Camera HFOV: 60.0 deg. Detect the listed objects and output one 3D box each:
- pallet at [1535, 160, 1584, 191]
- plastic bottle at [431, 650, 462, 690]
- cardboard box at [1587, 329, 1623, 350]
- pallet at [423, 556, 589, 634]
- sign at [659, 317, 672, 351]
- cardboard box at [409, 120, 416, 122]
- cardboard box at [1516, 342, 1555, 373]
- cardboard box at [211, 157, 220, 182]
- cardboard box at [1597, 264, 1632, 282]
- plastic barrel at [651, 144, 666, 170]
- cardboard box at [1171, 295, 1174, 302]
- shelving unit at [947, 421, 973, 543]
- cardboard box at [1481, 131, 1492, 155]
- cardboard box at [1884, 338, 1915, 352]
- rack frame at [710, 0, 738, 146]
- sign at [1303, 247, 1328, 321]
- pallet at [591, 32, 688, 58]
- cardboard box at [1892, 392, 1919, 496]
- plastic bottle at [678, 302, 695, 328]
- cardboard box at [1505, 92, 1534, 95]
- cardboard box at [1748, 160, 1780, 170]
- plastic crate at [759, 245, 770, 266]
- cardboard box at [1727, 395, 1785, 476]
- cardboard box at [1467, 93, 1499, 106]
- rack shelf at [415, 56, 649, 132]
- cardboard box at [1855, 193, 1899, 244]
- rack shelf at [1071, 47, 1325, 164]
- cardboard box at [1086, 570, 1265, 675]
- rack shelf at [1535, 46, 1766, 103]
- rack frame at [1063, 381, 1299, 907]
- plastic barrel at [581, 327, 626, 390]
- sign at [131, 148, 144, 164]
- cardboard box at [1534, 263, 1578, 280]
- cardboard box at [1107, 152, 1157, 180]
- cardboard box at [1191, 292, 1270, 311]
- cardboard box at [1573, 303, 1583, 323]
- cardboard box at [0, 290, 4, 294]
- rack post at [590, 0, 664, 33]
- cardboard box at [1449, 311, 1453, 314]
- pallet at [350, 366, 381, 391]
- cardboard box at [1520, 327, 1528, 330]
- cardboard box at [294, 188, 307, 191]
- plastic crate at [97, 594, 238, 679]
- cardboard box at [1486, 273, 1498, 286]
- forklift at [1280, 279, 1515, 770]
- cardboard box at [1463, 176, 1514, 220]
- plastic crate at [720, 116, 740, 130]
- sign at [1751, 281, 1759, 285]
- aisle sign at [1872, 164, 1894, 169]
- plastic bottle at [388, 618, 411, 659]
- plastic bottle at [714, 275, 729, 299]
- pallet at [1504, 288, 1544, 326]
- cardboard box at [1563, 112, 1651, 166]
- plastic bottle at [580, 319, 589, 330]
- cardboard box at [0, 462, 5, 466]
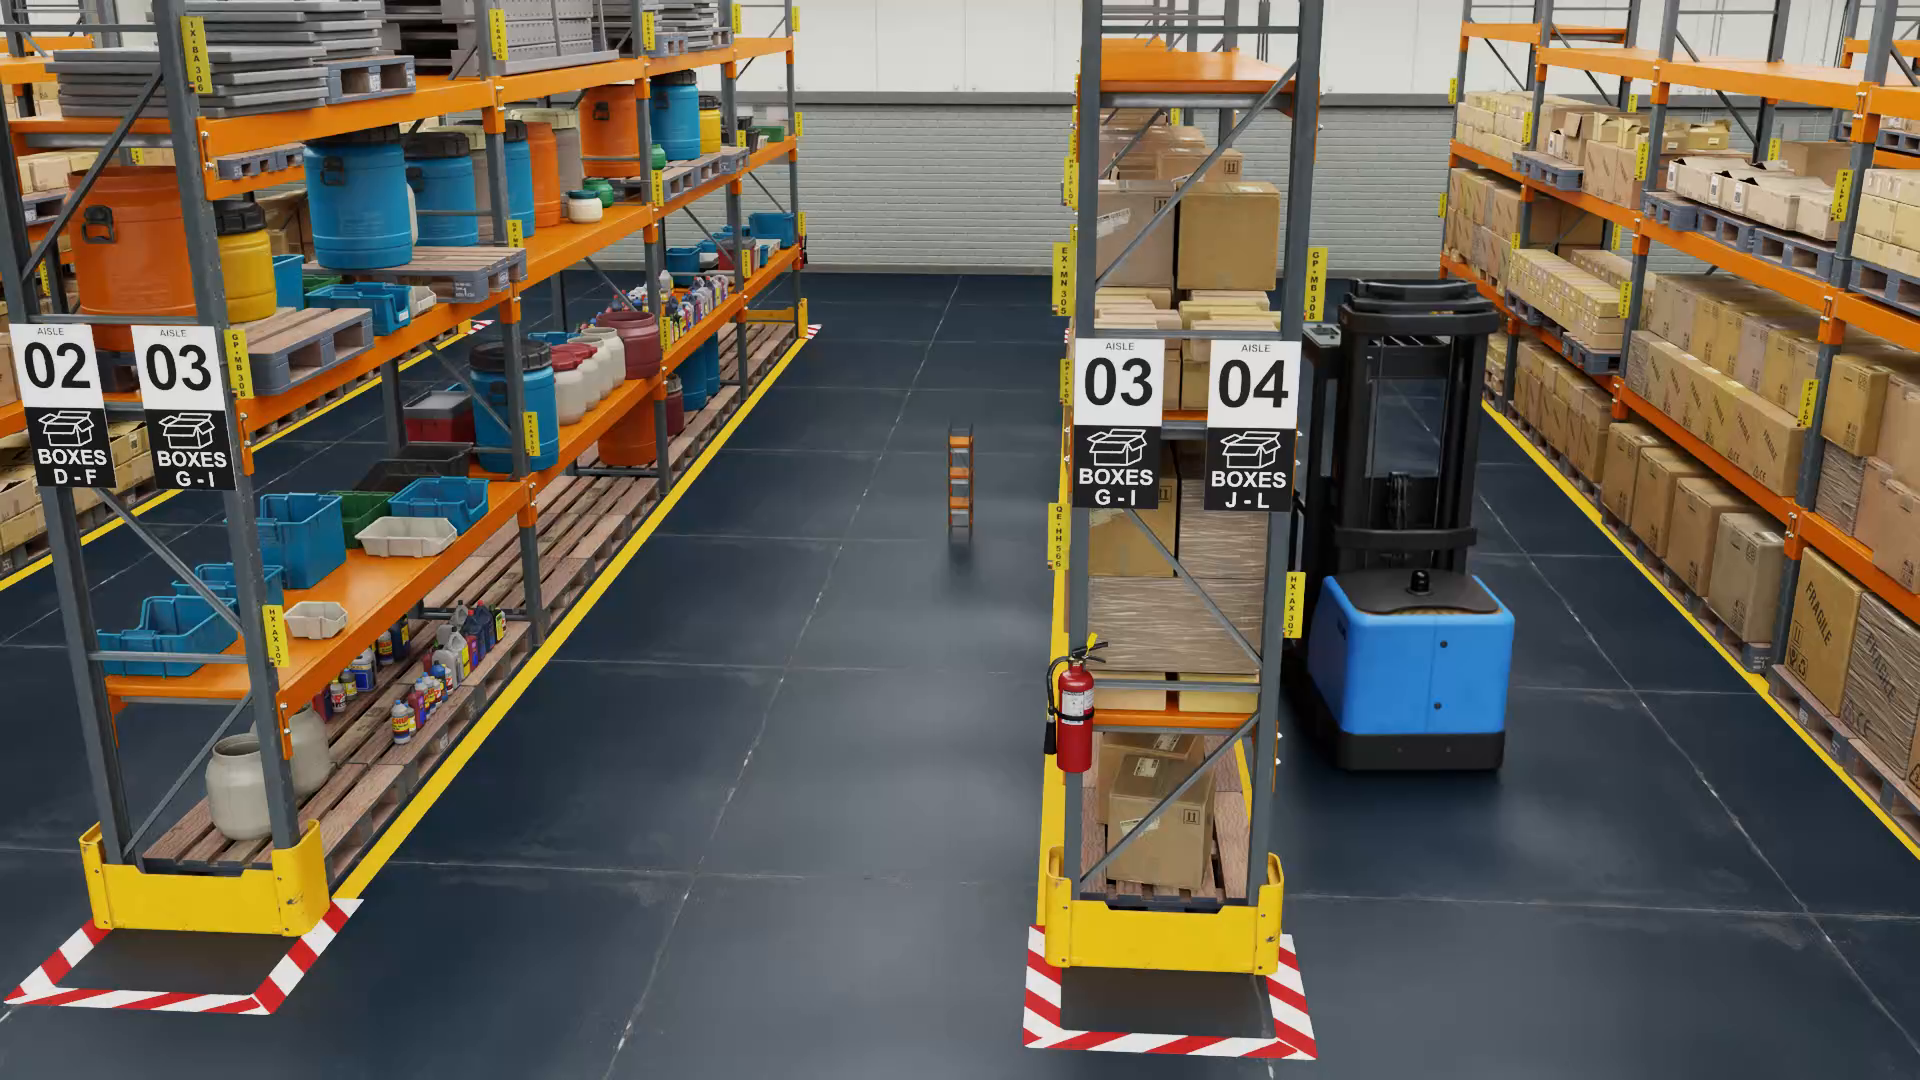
[{"bbox_3d":[6.594,-3.706,16.899,1.213,0.211,1.003,1,18,4],"label":"pallet"},{"bbox_3d":[-3.449,0.853,11.170,0.152,0.276,0.135,2,18,5],"label":"plastic bottle"},{"bbox_3d":[6.106,-1.882,15.579,0.380,0.149,0.250,2,18,5],"label":"cardboard box"},{"bbox_3d":[-3.621,0.431,13.267,1.003,0.211,1.213,1,18,4],"label":"pallet"},{"bbox_3d":[-2.802,-1.959,15.821,0.100,0.325,0.005,1,18,4],"label":"sign"},{"bbox_3d":[-7.536,-5.759,22.301,0.500,0.250,0.500,1,18,4],"label":"cardboard box"},{"bbox_3d":[6.499,-2.025,18.422,0.500,0.250,0.500,0,18,1],"label":"cardboard box"},{"bbox_3d":[-8.220,-3.932,17.128,0.910,0.500,0.500,1,18,4],"label":"cardboard box"},{"bbox_3d":[6.903,-2.793,17.404,0.380,0.149,0.250,1,18,2],"label":"cardboard box"},{"bbox_3d":[-3.046,-3.766,16.358,0.294,0.245,0.294,0,18,0],"label":"plastic barrel"},{"bbox_3d":[1.410,-1.270,9.405,0.500,0.250,0.500,2,18,6],"label":"cardboard box"},{"bbox_3d":[0.004,-0.516,14.810,0.215,1.050,0.252,1,18,4],"label":"shelving unit"},{"bbox_3d":[6.701,-4.860,20.361,0.500,0.250,0.500,1,18,4],"label":"cardboard box"},{"bbox_3d":[11.976,-2.254,20.426,0.875,0.438,0.875,1,18,2],"label":"cardboard box"},{"bbox_3d":[-3.065,-5.984,18.735,1.000,3.000,0.127,1,18,4],"label":"rack frame"},{"bbox_3d":[1.556,-1.125,7.317,0.100,0.325,0.005,1,18,4],"label":"sign"},{"bbox_3d":[-3.269,-4.686,15.717,1.213,0.211,1.003,1,18,4],"label":"pallet"},{"bbox_3d":[6.082,-0.529,9.744,0.875,0.550,0.550,1,18,4],"label":"cardboard box"},{"bbox_3d":[-2.899,-2.390,17.599,0.152,0.276,0.135,1,18,4],"label":"plastic bottle"},{"bbox_3d":[7.278,-5.720,21.542,0.380,0.149,0.250,2,18,5],"label":"cardboard box"},{"bbox_3d":[6.753,-2.937,13.561,0.500,0.311,0.500,1,18,4],"label":"cardboard box"},{"bbox_3d":[-2.669,-3.681,21.513,0.416,0.233,0.300,1,18,4],"label":"plastic crate"},{"bbox_3d":[6.049,-0.769,12.291,0.500,0.500,0.500,1,18,3],"label":"cardboard box"},{"bbox_3d":[6.723,-5.647,21.321,0.380,0.149,0.250,1,18,4],"label":"cardboard box"},{"bbox_3d":[-3.495,-3.589,13.222,1.077,0.370,4.000,1,18,4],"label":"rack shelf"},{"bbox_3d":[5.928,-1.993,10.300,0.500,0.250,0.500,1,18,4],"label":"cardboard box"},{"bbox_3d":[1.159,-2.425,9.031,1.077,0.370,4.000,1,18,4],"label":"rack shelf"},{"bbox_3d":[1.082,0.345,8.415,0.875,0.500,0.500,1,18,4],"label":"cardboard box"},{"bbox_3d":[6.672,-4.579,16.242,1.077,0.370,4.000,1,18,4],"label":"rack shelf"},{"bbox_3d":[1.015,0.704,7.957,1.000,3.000,0.127,1,18,4],"label":"rack frame"},{"bbox_3d":[-3.212,-1.620,14.871,0.421,0.512,0.421,0,18,0],"label":"plastic barrel"},{"bbox_3d":[-7.739,-3.697,15.613,0.100,0.325,0.005,1,18,4],"label":"sign"},{"bbox_3d":[6.256,-2.808,17.450,0.380,0.149,0.250,1,18,3],"label":"cardboard box"},{"bbox_3d":[1.501,-2.649,12.532,0.797,0.503,0.637,2,18,6],"label":"cardboard box"},{"bbox_3d":[1.367,-1.163,8.437,0.380,0.149,0.250,2,18,6],"label":"cardboard box"},{"bbox_3d":[6.144,-2.188,16.036,0.380,0.149,0.250,2,18,5],"label":"cardboard box"},{"bbox_3d":[-12.908,-3.268,22.378,0.380,0.149,0.250,1,18,3],"label":"cardboard box"},{"bbox_3d":[-3.340,-4.932,15.645,0.954,0.300,0.937,1,18,4],"label":"rack post"},{"bbox_3d":[6.680,-2.932,22.002,0.380,0.149,0.250,1,18,4],"label":"cardboard box"},{"bbox_3d":[-7.955,-2.133,21.095,1.003,0.211,1.213,1,18,4],"label":"pallet"},{"bbox_3d":[7.184,-2.596,20.976,0.380,0.149,0.250,1,18,4],"label":"cardboard box"},{"bbox_3d":[-8.157,-4.246,21.299,0.500,0.500,0.500,1,18,4],"label":"cardboard box"},{"bbox_3d":[-4.188,0.502,8.813,0.499,0.251,0.616,1,18,4],"label":"plastic crate"},{"bbox_3d":[6.624,-3.184,20.227,0.380,0.149,0.250,1,18,2],"label":"cardboard box"},{"bbox_3d":[2.853,-0.369,11.342,1.130,2.935,3.031,0,18,-1],"label":"forklift"},{"bbox_3d":[6.716,-4.336,21.094,0.500,0.500,0.500,1,18,3],"label":"cardboard box"},{"bbox_3d":[-3.162,-5.303,21.573,0.504,0.338,0.767,1,18,4],"label":"plastic crate"},{"bbox_3d":[7.083,-2.177,14.891,0.100,0.325,0.005,1,18,4],"label":"sign"},{"bbox_3d":[12.361,-5.295,22.090,0.394,0.787,0.004,1,18,4],"label":"aisle sign"},{"bbox_3d":[-3.966,0.645,11.683,0.144,0.351,0.185,1,18,4],"label":"plastic bottle"},{"bbox_3d":[-2.771,-2.945,19.293,0.152,0.276,0.135,1,18,4],"label":"plastic bottle"},{"bbox_3d":[6.616,-2.556,18.213,1.003,0.211,1.213,1,18,4],"label":"pallet"},{"bbox_3d":[6.574,-4.078,16.894,0.797,0.503,0.637,1,18,3],"label":"cardboard box"},{"bbox_3d":[-3.731,-2.043,16.527,0.061,0.283,0.133,1,18,4],"label":"plastic bottle"},{"bbox_3d":[-8.727,-0.525,14.548,0.500,0.311,0.500,1,18,3],"label":"cardboard box"}]
